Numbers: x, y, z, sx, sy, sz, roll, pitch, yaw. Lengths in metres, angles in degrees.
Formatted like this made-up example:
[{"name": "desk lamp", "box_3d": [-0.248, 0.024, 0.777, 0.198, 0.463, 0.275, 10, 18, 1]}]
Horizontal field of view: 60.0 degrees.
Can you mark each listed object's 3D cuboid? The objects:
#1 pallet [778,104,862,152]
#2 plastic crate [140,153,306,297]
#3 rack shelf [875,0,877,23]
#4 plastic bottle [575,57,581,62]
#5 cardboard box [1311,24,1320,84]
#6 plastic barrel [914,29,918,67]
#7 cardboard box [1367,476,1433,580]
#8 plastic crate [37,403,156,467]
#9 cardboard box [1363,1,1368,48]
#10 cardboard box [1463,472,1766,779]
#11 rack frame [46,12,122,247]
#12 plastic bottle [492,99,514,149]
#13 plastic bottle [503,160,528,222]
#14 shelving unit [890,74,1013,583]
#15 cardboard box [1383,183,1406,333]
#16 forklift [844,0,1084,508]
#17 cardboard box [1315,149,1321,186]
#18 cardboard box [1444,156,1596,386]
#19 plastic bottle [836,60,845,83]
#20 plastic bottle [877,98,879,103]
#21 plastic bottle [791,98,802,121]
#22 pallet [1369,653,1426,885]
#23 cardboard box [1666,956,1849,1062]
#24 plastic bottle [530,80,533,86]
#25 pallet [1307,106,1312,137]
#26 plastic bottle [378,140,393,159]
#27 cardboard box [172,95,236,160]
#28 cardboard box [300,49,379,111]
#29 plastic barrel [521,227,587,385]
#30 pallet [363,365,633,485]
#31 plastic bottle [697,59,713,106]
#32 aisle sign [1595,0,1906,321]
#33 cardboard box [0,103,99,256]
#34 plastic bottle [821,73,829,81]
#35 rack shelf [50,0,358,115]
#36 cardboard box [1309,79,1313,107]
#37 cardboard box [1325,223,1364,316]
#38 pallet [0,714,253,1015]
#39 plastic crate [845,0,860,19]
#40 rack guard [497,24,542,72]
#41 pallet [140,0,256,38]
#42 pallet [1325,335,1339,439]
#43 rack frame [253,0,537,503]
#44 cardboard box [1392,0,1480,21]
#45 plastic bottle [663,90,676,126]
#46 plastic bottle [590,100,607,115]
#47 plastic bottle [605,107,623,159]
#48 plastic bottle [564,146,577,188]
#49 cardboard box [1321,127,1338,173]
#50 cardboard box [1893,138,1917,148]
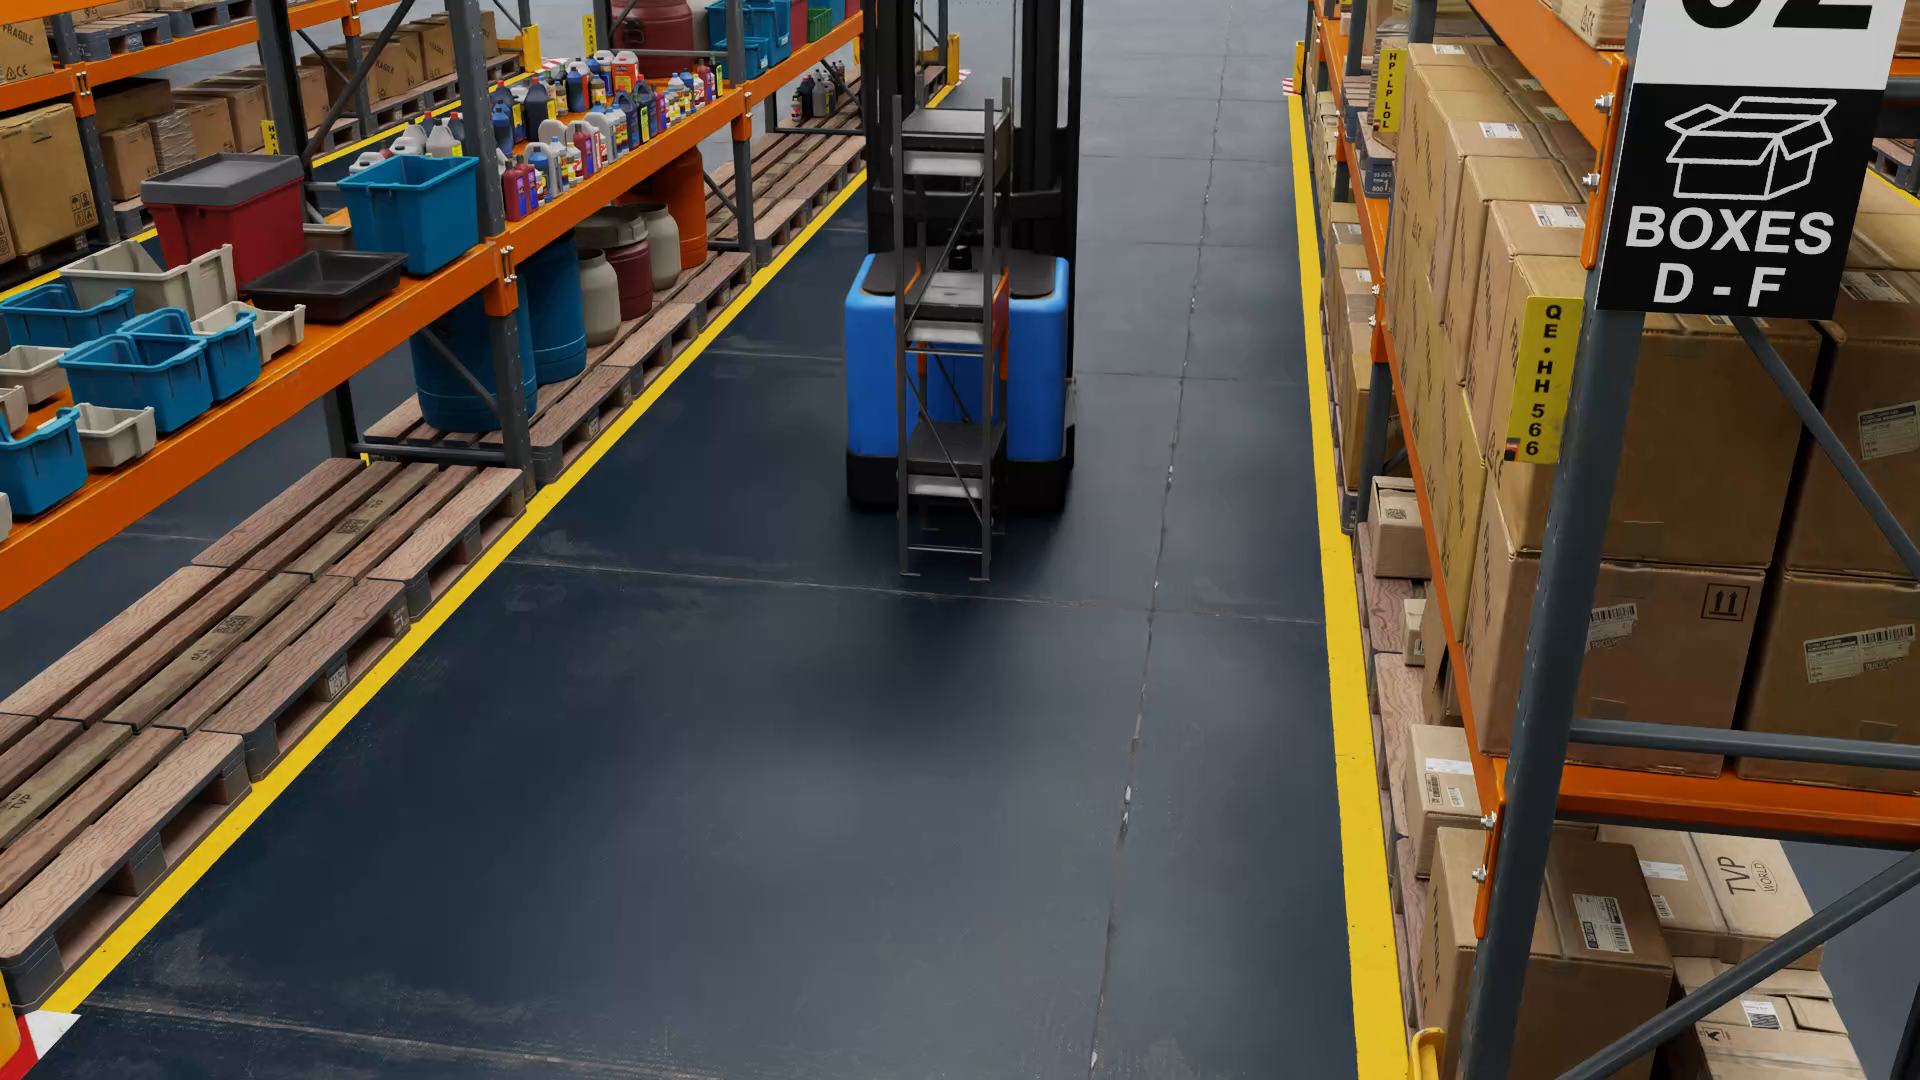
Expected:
[{"name": "pallet", "box_3d": [-1.142, -3.960, 15.961, 1.003, 0.211, 1.213, 4, 25, 9]}, {"name": "plastic crate", "box_3d": [-2.993, -1.299, 6.840, 0.402, 0.464, 0.583, 4, 25, 9]}, {"name": "rack shelf", "box_3d": [-0.966, -5.455, 16.715, 1.077, 0.370, 4.000, 4, 25, 9]}, {"name": "plastic bottle", "box_3d": [-2.435, -2.926, 10.600, 0.061, 0.283, 0.133, 4, 25, 9]}, {"name": "cardboard box", "box_3d": [3.692, -4.721, 16.162, 0.500, 0.500, 0.500, 4, 25, 9]}, {"name": "plastic barrel", "box_3d": [-0.671, -5.401, 18.189, 0.421, 0.512, 0.421, 0, 25, 0]}, {"name": "cardboard box", "box_3d": [2.004, -0.075, 7.025, 0.500, 0.311, 0.500, 4, 25, 9]}, {"name": "plastic crate", "box_3d": [-2.644, -0.326, 5.149, 0.250, 0.136, 0.298, 4, 25, 9]}, {"name": "cardboard box", "box_3d": [3.284, -3.895, 12.416, 0.500, 0.500, 0.500, 4, 25, 9]}, {"name": "cardboard box", "box_3d": [1.437, 0.167, 3.736, 0.500, 0.500, 0.500, 5, 26, 10]}, {"name": "rack frame", "box_3d": [-6.833, -3.615, 11.935, 1.000, 3.000, 0.127, 4, 25, 9]}, {"name": "plastic bottle", "box_3d": [-2.579, -2.347, 9.377, 0.097, 0.271, 0.097, 0, 25, 0]}, {"name": "plastic bottle", "box_3d": [-2.119, -1.670, 7.917, 0.061, 0.283, 0.133, 4, 25, 9]}, {"name": "shelving unit", "box_3d": [-0.027, -0.882, 7.157, 0.431, 2.100, 0.503, 4, 25, 9]}, {"name": "cardboard box", "box_3d": [1.934, -1.105, 6.455, 0.500, 0.500, 0.500, 5, 25, 10]}, {"name": "forklift", "box_3d": [0.083, -2.069, 8.713, 1.130, 2.935, 3.031, 2, 25, 4]}, {"name": "cardboard box", "box_3d": [3.116, -2.963, 13.289, 0.500, 0.250, 0.500, 3, 25, 7]}, {"name": "cardboard box", "box_3d": [1.596, -0.713, 4.438, 0.500, 0.500, 0.500, 5, 25, 10]}, {"name": "plastic bottle", "box_3d": [-1.243, -4.845, 17.261, 0.097, 0.271, 0.097, 0, 25, 0]}, {"name": "plastic bottle", "box_3d": [-0.775, -4.065, 15.677, 0.097, 0.201, 0.097, 0, 25, 0]}, {"name": "plastic bottle", "box_3d": [-1.541, -4.050, 15.646, 0.097, 0.201, 0.097, 0, 25, 0]}, {"name": "pallet", "box_3d": [1.976, 0.808, 5.775, 1.003, 0.211, 1.213, 4, 25, 9]}, {"name": "cardboard box", "box_3d": [2.081, 1.247, 4.371, 0.380, 0.166, 0.250, 4, 25, 9]}, {"name": "plastic bottle", "box_3d": [-2.533, -2.622, 9.965, 0.097, 0.271, 0.097, 0, 25, 0]}, {"name": "pallet", "box_3d": [3.962, -4.179, 16.428, 1.003, 0.211, 1.213, 4, 25, 9]}, {"name": "plastic bottle", "box_3d": [-2.862, -1.833, 8.266, 0.061, 0.283, 0.133, 4, 25, 9]}, {"name": "cardboard box", "box_3d": [-6.579, -3.434, 13.978, 0.700, 0.500, 0.500, 6, 26, 13]}, {"name": "cardboard box", "box_3d": [-6.074, -4.510, 16.301, 0.500, 0.500, 0.500, 3, 25, 7]}, {"name": "plastic barrel", "box_3d": [-2.379, -1.361, 9.099, 0.600, 0.901, 0.708, 4, 25, 9]}, {"name": "pallet", "box_3d": [-2.433, -0.656, 8.902, 1.003, 0.211, 1.213, 4, 25, 9]}, {"name": "plastic bottle", "box_3d": [-1.629, -2.924, 10.595, 0.061, 0.283, 0.133, 4, 25, 9]}, {"name": "aisle sign", "box_3d": [1.319, -0.751, 2.750, 0.394, 0.787, 0.004, 4, 25, 9]}, {"name": "cardboard box", "box_3d": [-6.966, -2.556, 11.682, 1.225, 0.875, 0.875, 3, 25, 6]}, {"name": "plastic bottle", "box_3d": [-1.357, -4.483, 16.482, 0.152, 0.276, 0.135, 4, 25, 9]}, {"name": "rack shelf", "box_3d": [-6.506, -4.126, 13.874, 1.077, 0.370, 4.000, 4, 25, 9]}, {"name": "cardboard box", "box_3d": [3.693, -4.382, 16.321, 0.500, 0.250, 0.500, 4, 25, 9]}, {"name": "cardboard box", "box_3d": [2.503, -1.604, 10.069, 0.500, 0.500, 0.500, 3, 25, 7]}, {"name": "pallet", "box_3d": [-3.081, 0.995, 5.376, 1.003, 0.211, 1.213, 4, 25, 9]}, {"name": "plastic crate", "box_3d": [-1.070, -4.750, 14.284, 0.402, 0.464, 0.583, 4, 25, 9]}, {"name": "rack guard", "box_3d": [-5.538, -5.797, 19.545, 1.175, 0.500, 0.348, 4, 25, 9]}, {"name": "pallet", "box_3d": [-6.550, -4.359, 13.750, 1.003, 0.211, 1.213, 4, 25, 9]}, {"name": "pallet", "box_3d": [2.579, -0.846, 9.308, 1.003, 0.211, 1.213, 4, 25, 9]}, {"name": "rack frame", "box_3d": [-2.600, -1.599, 7.627, 1.000, 3.000, 0.127, 4, 25, 9]}, {"name": "cardboard box", "box_3d": [2.948, -2.891, 9.775, 0.700, 0.500, 0.500, -4, 25, -9]}, {"name": "plastic bottle", "box_3d": [-1.762, -2.595, 9.991, 0.097, 0.201, 0.097, 0, 25, 0]}, {"name": "plastic bottle", "box_3d": [-2.024, -2.330, 9.341, 0.097, 0.271, 0.097, 0, 25, 0]}, {"name": "plastic bottle", "box_3d": [-1.913, -2.239, 9.146, 0.097, 0.271, 0.097, 0, 25, 0]}, {"name": "plastic bottle", "box_3d": [-2.027, -1.916, 8.540, 0.097, 0.201, 0.097, 0, 25, 0]}, {"name": "cardboard box", "box_3d": [3.030, -3.000, 12.708, 0.500, 0.311, 0.500, 5, 25, 10]}, {"name": "cardboard box", "box_3d": [8.611, -3.762, 14.679, 0.500, 0.500, 0.500, 2, 25, 5]}]
